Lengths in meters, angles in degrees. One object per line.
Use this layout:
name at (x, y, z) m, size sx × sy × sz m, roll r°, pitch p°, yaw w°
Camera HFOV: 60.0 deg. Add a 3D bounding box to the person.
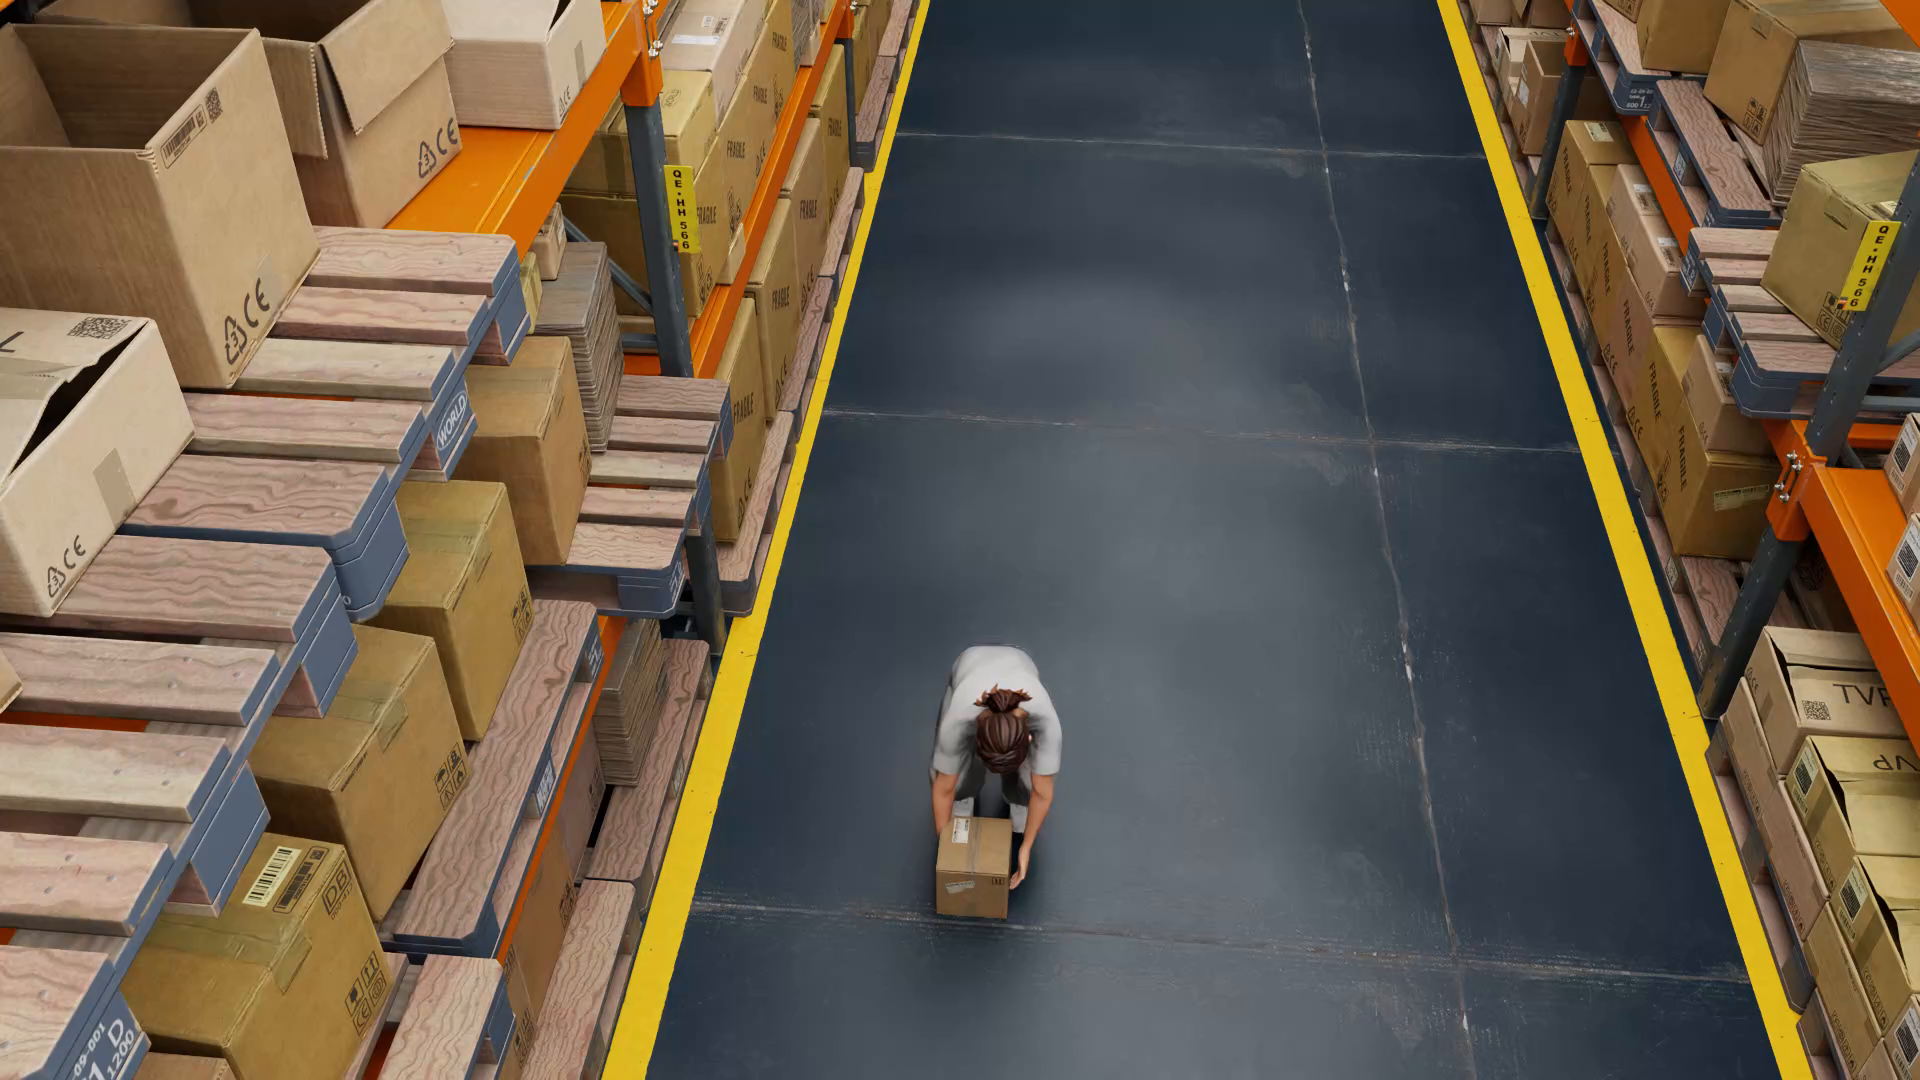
person at (0.131, 0.723, 5.947) m, size 0.464 × 0.846 × 0.801 m, roll 3°, pitch 40°, yaw 4°
